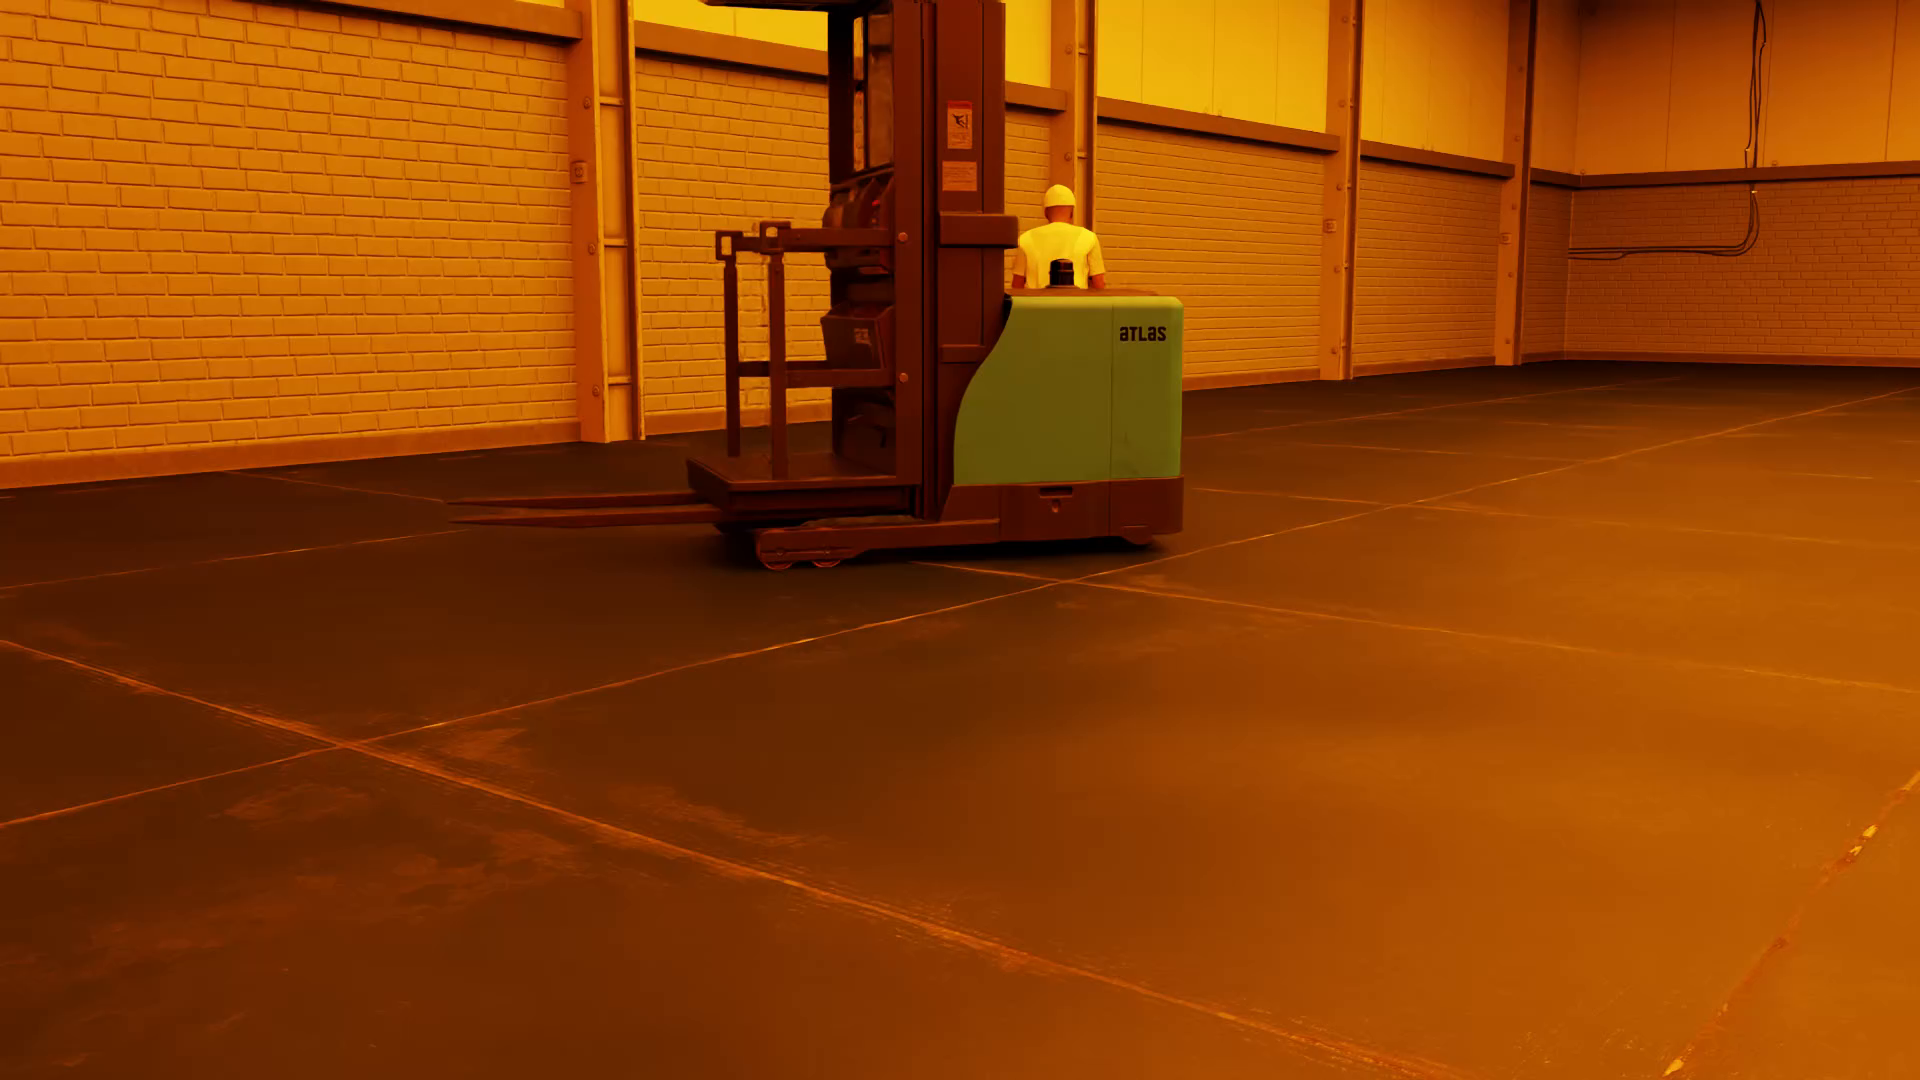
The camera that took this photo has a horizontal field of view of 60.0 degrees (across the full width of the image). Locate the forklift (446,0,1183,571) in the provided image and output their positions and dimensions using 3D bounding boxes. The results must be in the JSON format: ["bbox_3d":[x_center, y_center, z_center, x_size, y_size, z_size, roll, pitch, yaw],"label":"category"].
[{"bbox_3d":[-0.615,-1.415,6.949,3.031,2.935,1.130,-3,9,-18],"label":"forklift"}]

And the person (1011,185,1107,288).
[{"bbox_3d":[0.634,-1.355,10.559,0.621,1.774,0.436,2,8,11],"label":"person"}]
